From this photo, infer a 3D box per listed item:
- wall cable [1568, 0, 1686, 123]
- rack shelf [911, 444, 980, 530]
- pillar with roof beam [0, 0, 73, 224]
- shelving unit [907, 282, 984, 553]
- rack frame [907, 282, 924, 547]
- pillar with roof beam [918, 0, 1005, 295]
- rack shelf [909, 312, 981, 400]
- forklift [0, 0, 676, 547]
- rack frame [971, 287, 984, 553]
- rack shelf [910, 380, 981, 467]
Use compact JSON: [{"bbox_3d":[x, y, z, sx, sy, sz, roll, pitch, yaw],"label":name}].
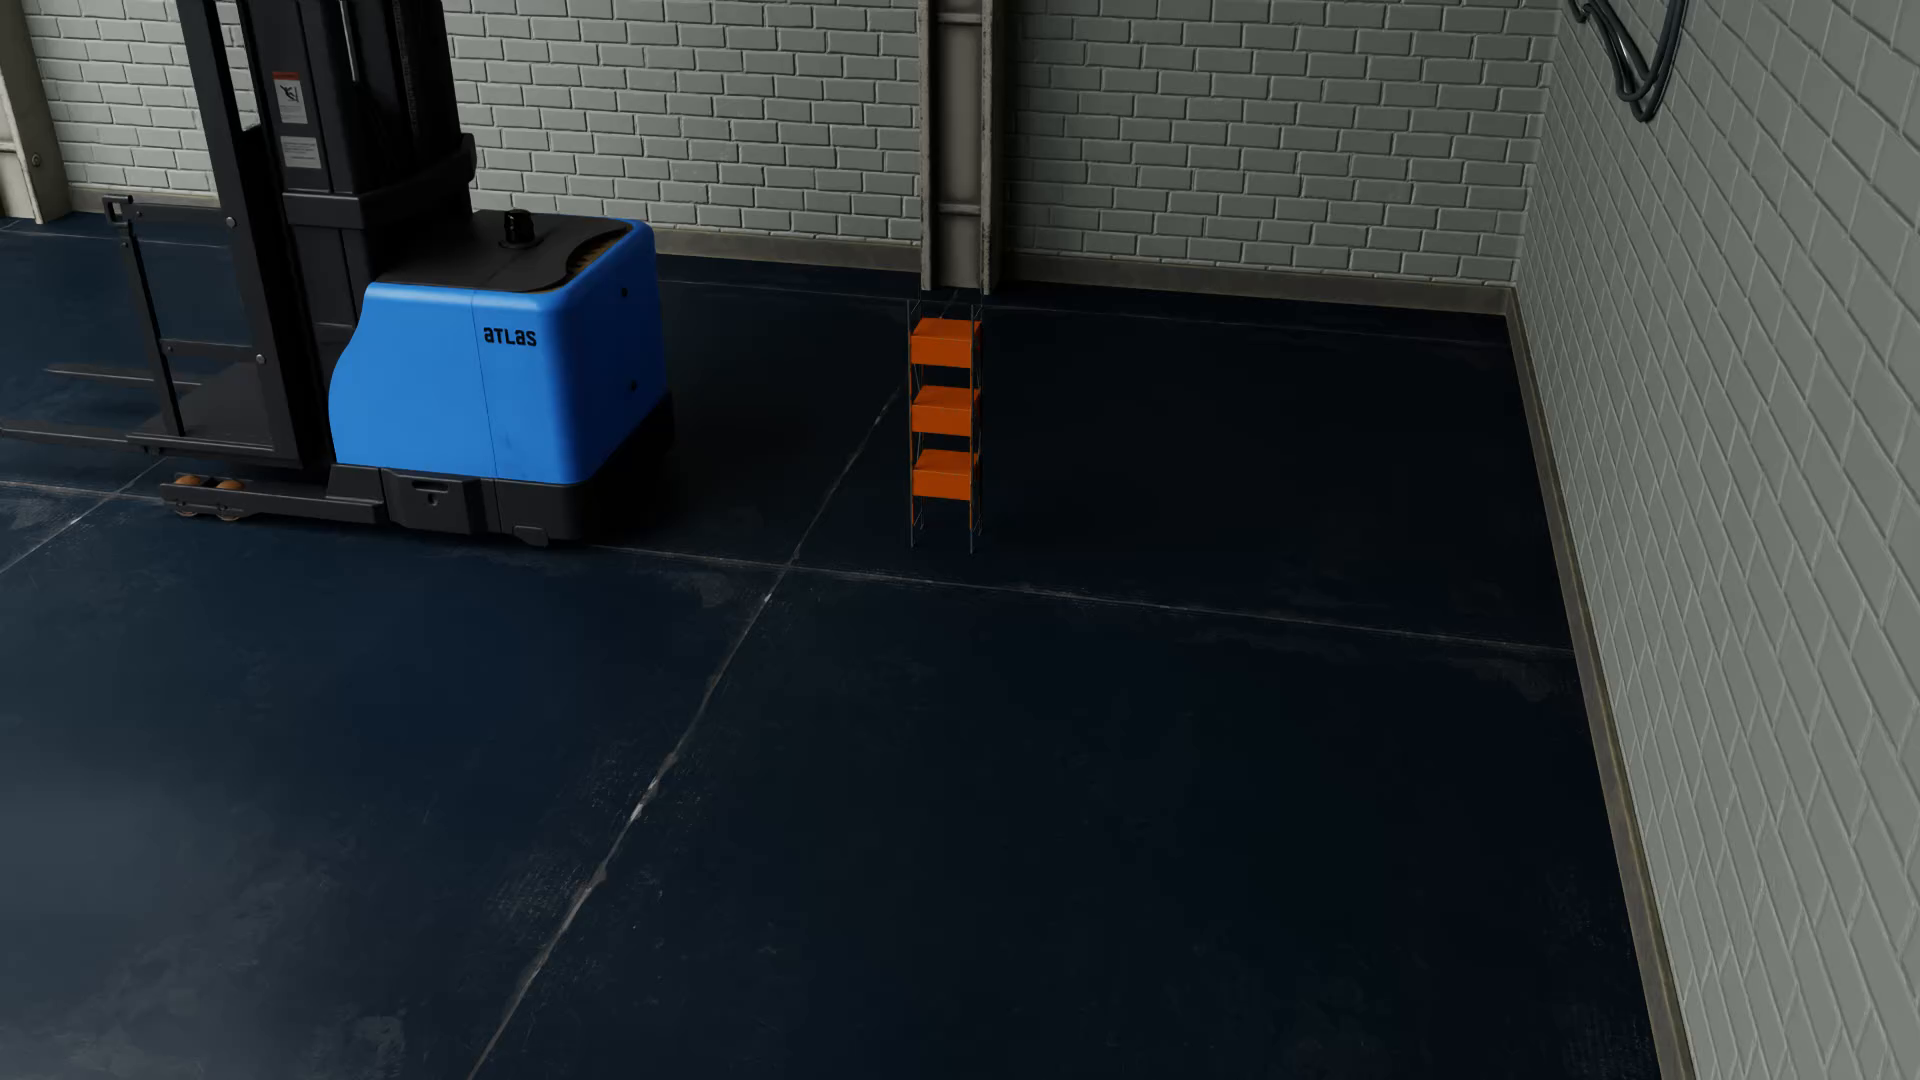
[{"bbox_3d":[2.614,-3.122,6.316,0.112,2.526,3.097,6,29,11],"label":"wall cable"},{"bbox_3d":[-0.052,-0.213,6.646,0.240,0.259,0.215,6,29,11],"label":"rack shelf"},{"bbox_3d":[-6.758,-3.981,4.650,0.400,9.000,9.100,6,29,11],"label":"pillar with roof beam"},{"bbox_3d":[-0.052,-0.466,6.508,0.252,1.050,0.215,6,29,11],"label":"shelving unit"},{"bbox_3d":[-0.172,-0.478,6.530,0.008,1.050,0.200,6,29,11],"label":"rack frame"},{"bbox_3d":[-0.890,-3.379,3.551,0.400,9.000,9.100,6,29,11],"label":"pillar with roof beam"},{"bbox_3d":[-0.052,-0.705,6.377,0.240,0.259,0.215,6,29,11],"label":"rack shelf"},{"bbox_3d":[-2.837,-1.605,6.630,3.031,2.935,1.130,6,29,10],"label":"forklift"},{"bbox_3d":[0.067,-0.454,6.485,0.008,1.050,0.200,6,29,11],"label":"rack frame"},{"bbox_3d":[-0.052,-0.457,6.513,0.240,0.259,0.215,6,29,11],"label":"rack shelf"}]
